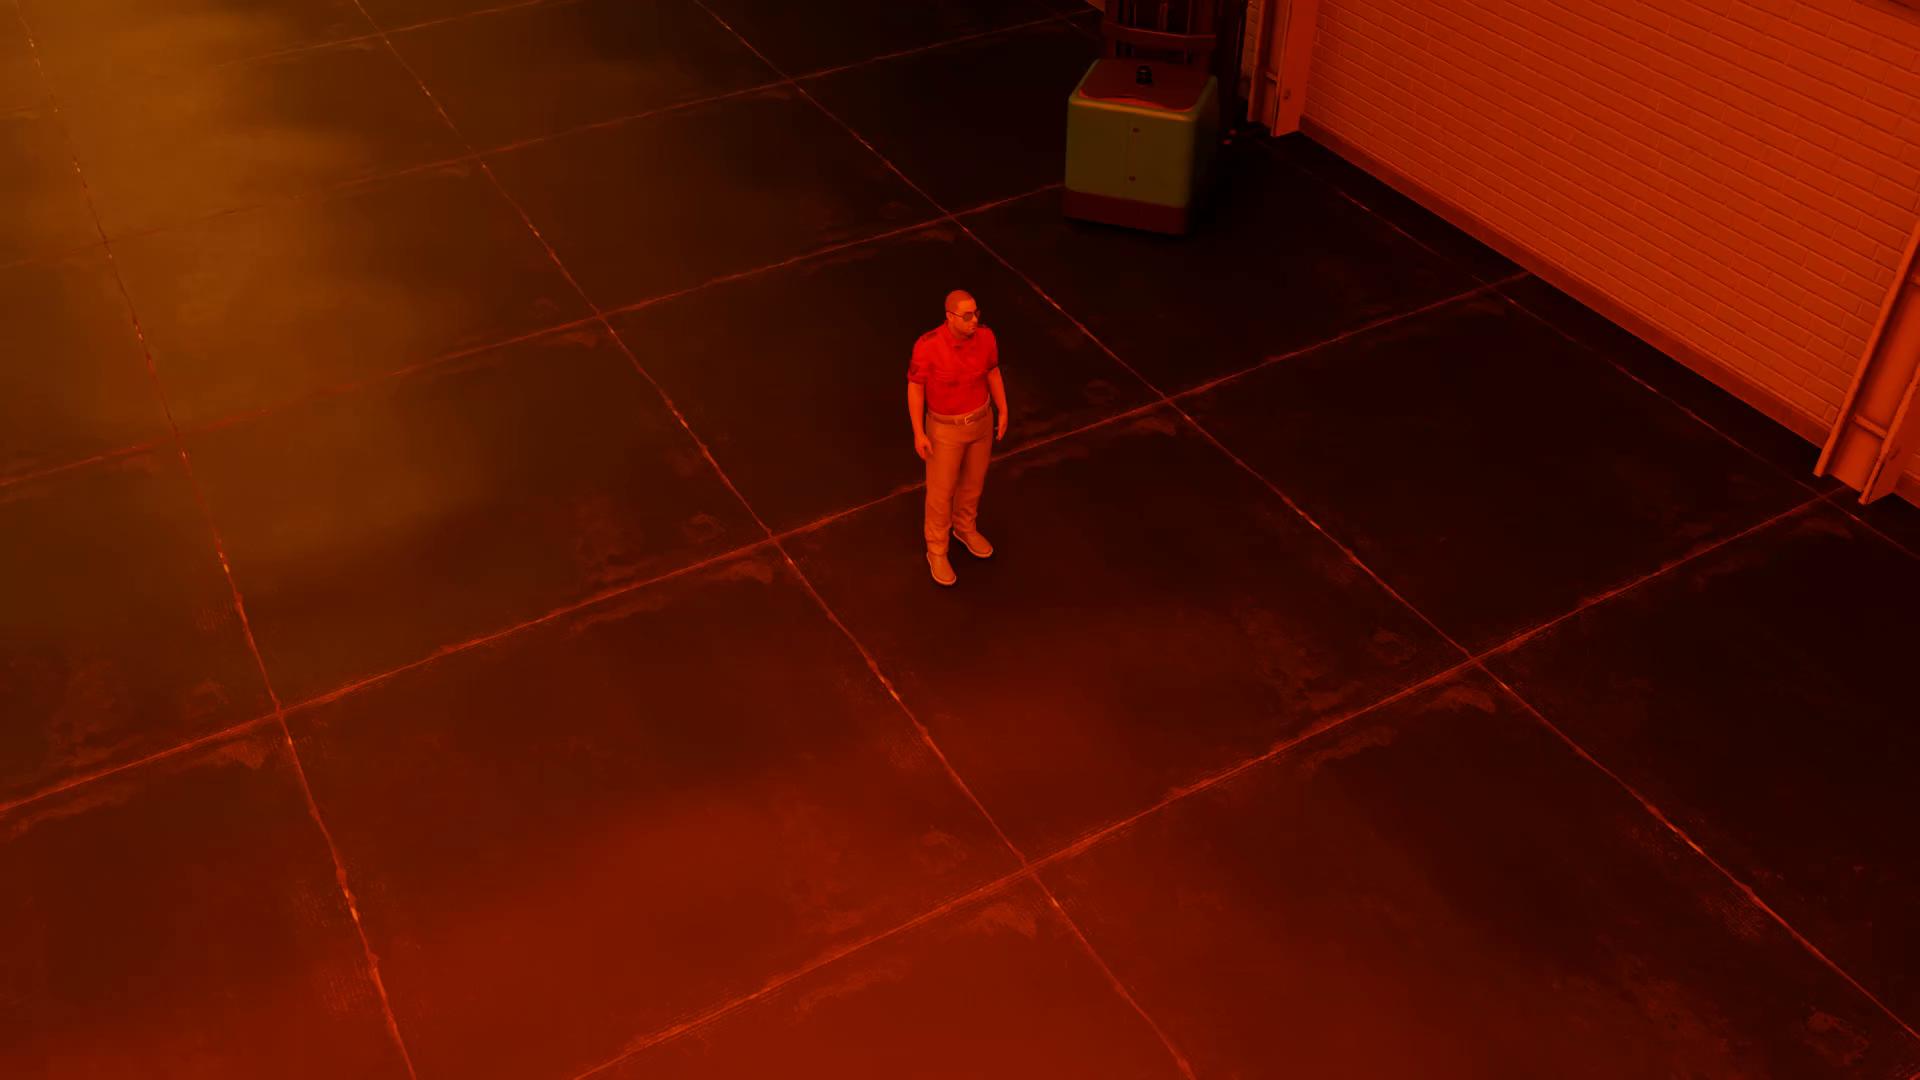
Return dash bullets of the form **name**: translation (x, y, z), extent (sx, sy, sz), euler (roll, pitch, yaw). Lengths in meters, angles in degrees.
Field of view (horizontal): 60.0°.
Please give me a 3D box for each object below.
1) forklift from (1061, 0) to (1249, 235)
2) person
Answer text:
- **forklift**: translation (1.785, -4.480, 13.438), extent (1.130, 2.935, 3.031), euler (13, 41, 15)
- **person**: translation (0.035, -0.618, 9.711), extent (0.641, 1.728, 0.550), euler (-20, 44, -23)
